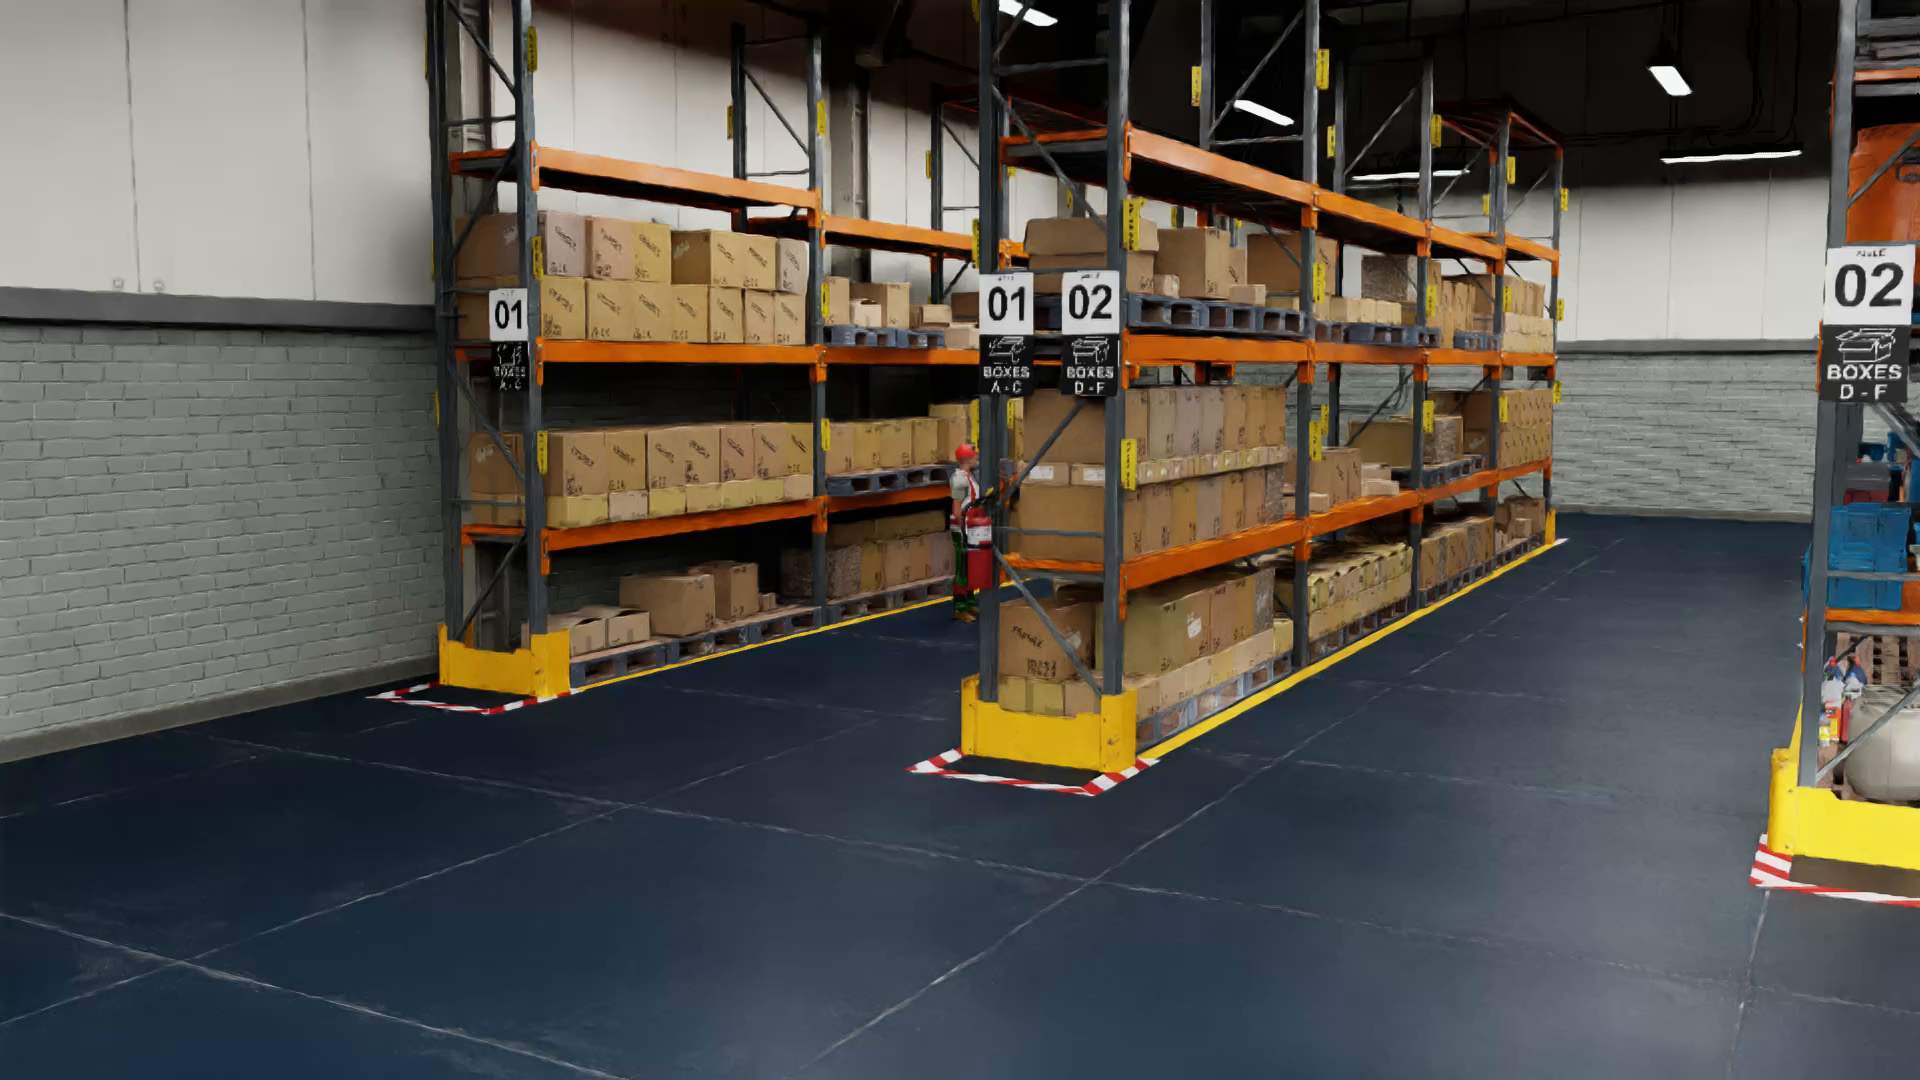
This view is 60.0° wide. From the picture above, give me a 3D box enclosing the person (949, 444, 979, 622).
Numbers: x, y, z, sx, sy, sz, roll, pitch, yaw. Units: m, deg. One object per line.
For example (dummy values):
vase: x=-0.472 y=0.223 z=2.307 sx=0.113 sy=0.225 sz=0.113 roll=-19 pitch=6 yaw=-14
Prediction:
person: x=0.093 y=-0.077 z=17.197 sx=0.405 sy=1.832 sz=0.594 roll=1 pitch=6 yaw=11
